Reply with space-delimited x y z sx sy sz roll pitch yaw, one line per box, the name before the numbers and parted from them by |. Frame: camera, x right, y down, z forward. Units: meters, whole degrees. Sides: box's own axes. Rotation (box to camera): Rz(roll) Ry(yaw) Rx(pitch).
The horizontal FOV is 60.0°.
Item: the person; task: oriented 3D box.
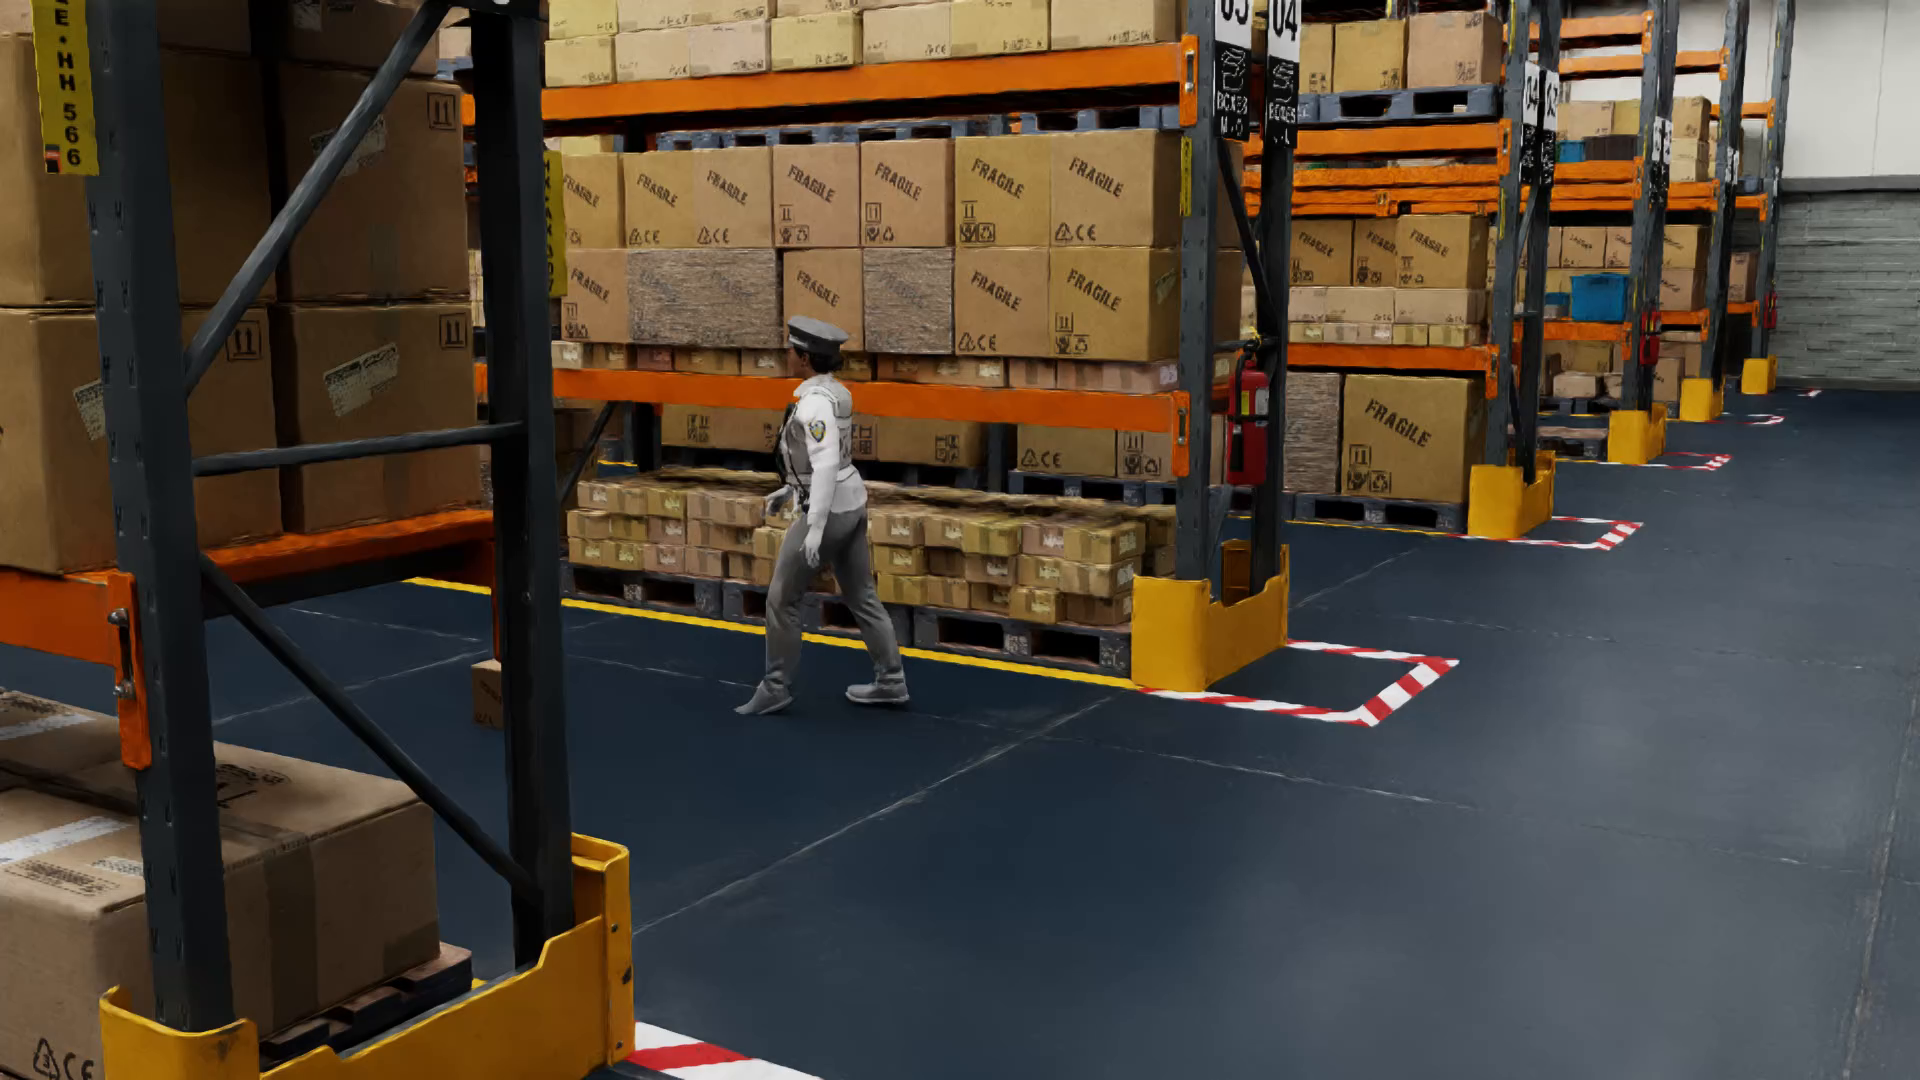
person | -0.609 -0.066 6.875 0.737 1.719 0.681 2 10 11
